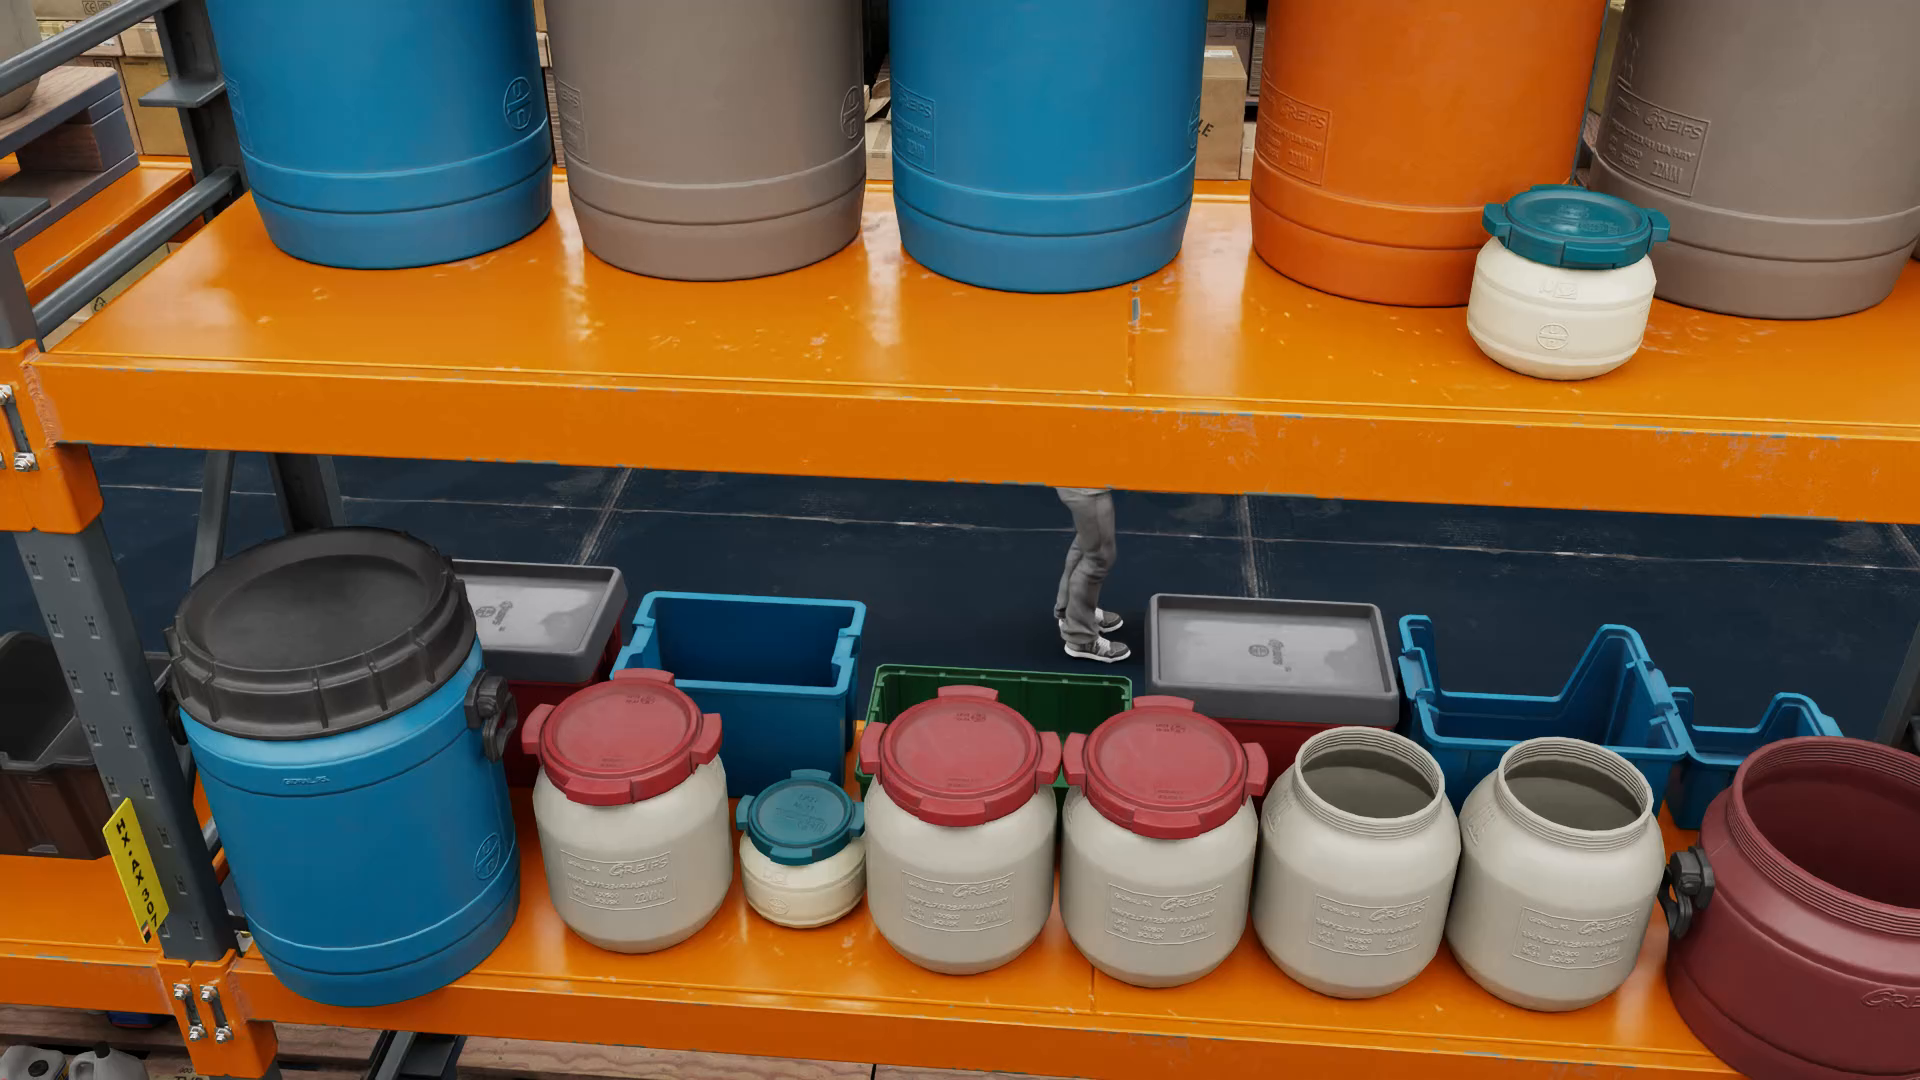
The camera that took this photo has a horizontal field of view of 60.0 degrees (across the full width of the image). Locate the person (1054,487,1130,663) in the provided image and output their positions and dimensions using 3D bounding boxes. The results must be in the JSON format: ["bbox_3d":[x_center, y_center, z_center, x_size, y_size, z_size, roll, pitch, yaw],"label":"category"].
[{"bbox_3d":[0.598,-0.244,6.536,0.494,1.593,0.404,3,33,5],"label":"person"}]
